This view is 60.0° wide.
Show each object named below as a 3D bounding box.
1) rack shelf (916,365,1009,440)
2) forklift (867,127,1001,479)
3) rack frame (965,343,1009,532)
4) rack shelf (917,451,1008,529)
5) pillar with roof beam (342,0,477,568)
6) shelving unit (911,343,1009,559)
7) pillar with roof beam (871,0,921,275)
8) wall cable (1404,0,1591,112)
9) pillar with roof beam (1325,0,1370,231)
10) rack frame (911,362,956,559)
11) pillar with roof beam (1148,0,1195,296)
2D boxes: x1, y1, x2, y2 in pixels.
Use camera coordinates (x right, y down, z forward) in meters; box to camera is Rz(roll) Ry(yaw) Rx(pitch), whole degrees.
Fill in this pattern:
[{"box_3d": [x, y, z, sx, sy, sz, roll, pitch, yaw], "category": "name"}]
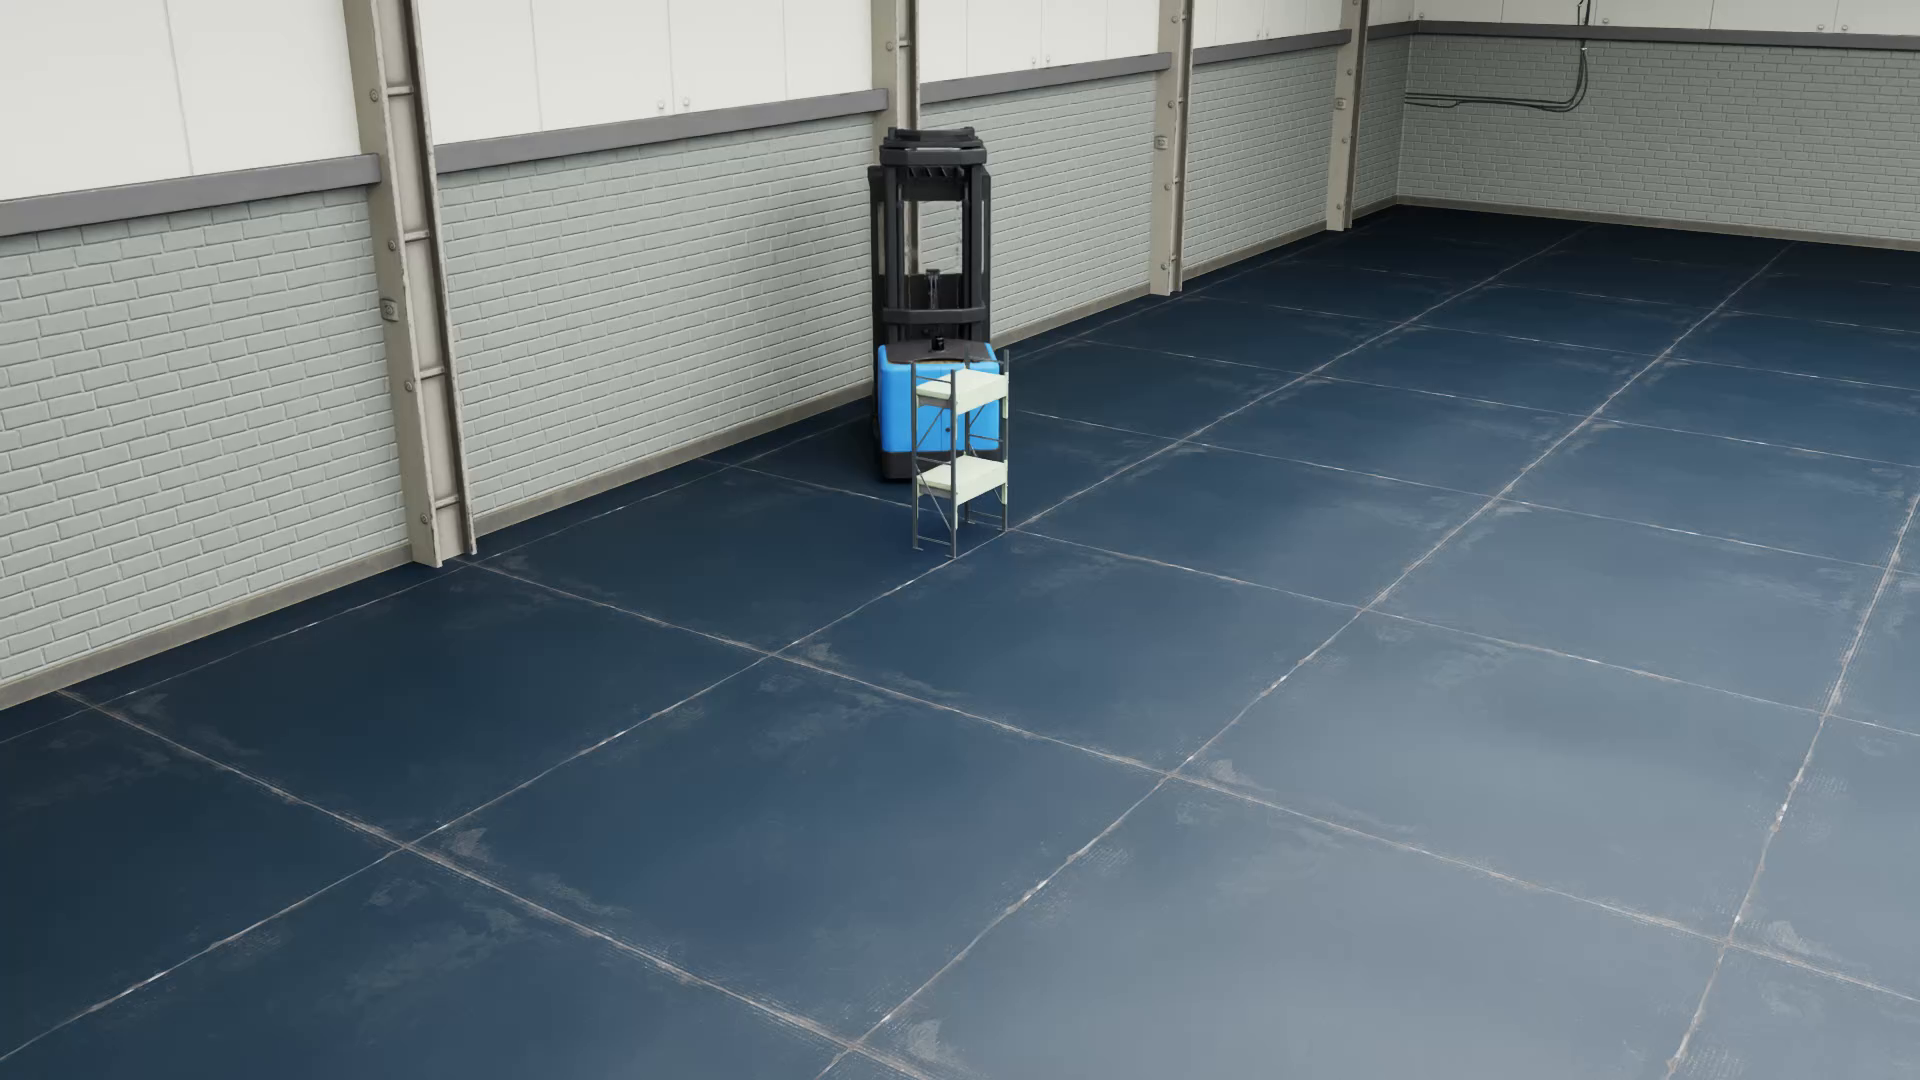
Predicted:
[{"box_3d": [0.004, -1.071, 12.875, 0.431, 0.370, 0.720, 13, 24, 32], "category": "rack shelf"}, {"box_3d": [-0.285, -2.378, 15.468, 1.130, 2.935, 3.031, -2, 20, -4], "category": "forklift"}, {"box_3d": [0.209, -0.810, 13.294, 0.400, 1.500, 0.023, 13, 24, 32], "category": "rack frame"}, {"box_3d": [0.004, -0.400, 13.123, 0.431, 0.370, 0.720, 13, 24, 32], "category": "rack shelf"}, {"box_3d": [-0.448, -3.255, 9.093, 9.100, 9.000, 0.400, 13, 24, 32], "category": "pillar with roof beam"}, {"box_3d": [0.004, -0.705, 13.010, 0.431, 1.500, 0.755, 13, 24, 32], "category": "shelving unit"}, {"box_3d": [2.925, -4.976, 13.747, 9.100, 9.000, 0.400, 13, 24, 32], "category": "pillar with roof beam"}, {"box_3d": [8.860, -8.390, 27.451, 3.097, 2.526, 0.112, 13, 24, 32], "category": "wall cable"}, {"box_3d": [9.670, -8.419, 23.055, 9.100, 9.000, 0.400, 13, 24, 32], "category": "pillar with roof beam"}, {"box_3d": [-0.202, -0.600, 12.726, 0.400, 1.500, 0.023, 13, 24, 32], "category": "rack frame"}, {"box_3d": [6.297, -6.698, 18.401, 9.100, 9.000, 0.400, 13, 24, 32], "category": "pillar with roof beam"}]
